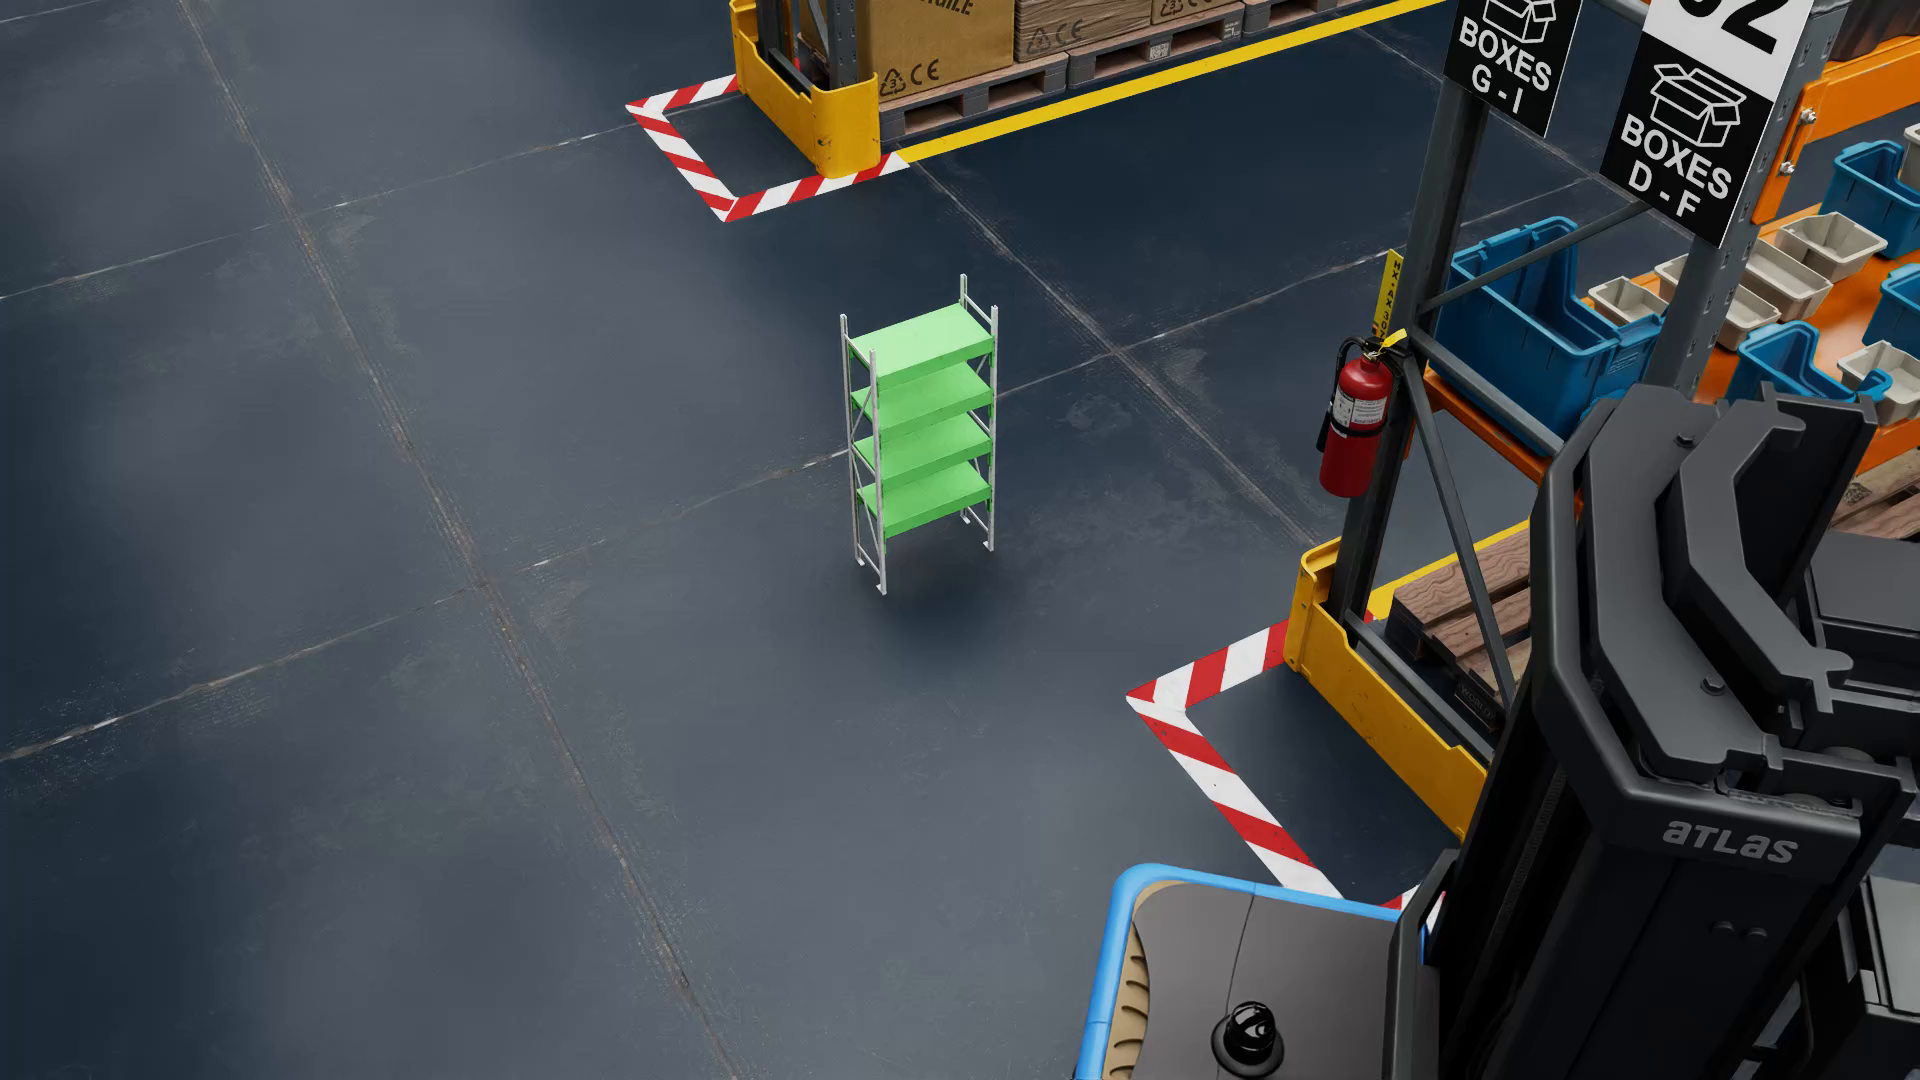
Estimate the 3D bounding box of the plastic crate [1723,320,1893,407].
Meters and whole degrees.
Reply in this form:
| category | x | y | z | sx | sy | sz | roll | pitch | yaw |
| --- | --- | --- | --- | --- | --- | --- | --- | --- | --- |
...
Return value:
| category | x | y | z | sx | sy | sz | roll | pitch | yaw |
| --- | --- | --- | --- | --- | --- | --- | --- | --- | --- |
| plastic crate | 2.601 | -0.453 | 5.141 | 0.300 | 0.233 | 0.416 | -22 | 48 | -21 |

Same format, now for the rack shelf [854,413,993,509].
| category | x | y | z | sx | sy | sz | roll | pitch | yaw |
| --- | --- | --- | --- | --- | --- | --- | --- | --- | --- |
| rack shelf | -0.144 | -0.327 | 6.317 | 0.480 | 0.148 | 0.258 | -22 | 48 | -21 |

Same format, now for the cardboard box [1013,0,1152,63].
| category | x | y | z | sx | sy | sz | roll | pitch | yaw |
| --- | --- | --- | --- | --- | --- | --- | --- | --- | --- |
| cardboard box | 0.489 | -3.342 | 9.264 | 0.875 | 0.875 | 0.875 | -22 | 48 | -21 |

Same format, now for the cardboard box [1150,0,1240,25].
| category | x | y | z | sx | sy | sz | roll | pitch | yaw |
| --- | --- | --- | --- | --- | --- | --- | --- | --- | --- |
| cardboard box | 1.260 | -3.651 | 9.582 | 0.875 | 0.875 | 0.875 | -22 | 48 | -21 |

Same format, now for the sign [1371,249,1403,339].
| category | x | y | z | sx | sy | sz | roll | pitch | yaw |
| --- | --- | --- | --- | --- | --- | --- | --- | --- | --- |
| sign | 1.364 | -0.762 | 5.264 | 0.005 | 0.325 | 0.100 | -22 | 48 | -21 |

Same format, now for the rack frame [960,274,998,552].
| category | x | y | z | sx | sy | sz | roll | pitch | yaw |
| --- | --- | --- | --- | --- | --- | --- | --- | --- | --- |
| rack frame | 0.068 | -0.458 | 6.360 | 0.015 | 1.200 | 0.240 | -22 | 48 | -21 |

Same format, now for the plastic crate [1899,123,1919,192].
| category | x | y | z | sx | sy | sz | roll | pitch | yaw |
| --- | --- | --- | --- | --- | --- | --- | --- | --- | --- |
| plastic crate | 3.705 | -1.325 | 6.004 | 0.530 | 0.282 | 0.437 | -22 | 48 | -21 |

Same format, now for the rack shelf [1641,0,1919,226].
| category | x | y | z | sx | sy | sz | roll | pitch | yaw |
| --- | --- | --- | --- | --- | --- | --- | --- | --- | --- |
| rack shelf | 3.386 | -1.889 | 4.905 | 4.000 | 0.370 | 1.077 | -22 | 48 | -21 |

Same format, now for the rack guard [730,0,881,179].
| category | x | y | z | sx | sy | sz | roll | pitch | yaw |
| --- | --- | --- | --- | --- | --- | --- | --- | --- | --- |
| rack guard | -0.836 | -2.462 | 8.928 | 0.348 | 0.500 | 1.175 | -22 | 48 | -21 |

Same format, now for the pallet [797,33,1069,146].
| category | x | y | z | sx | sy | sz | roll | pitch | yaw |
| --- | --- | --- | --- | --- | --- | --- | --- | --- | --- |
| pallet | -0.161 | -2.692 | 9.372 | 1.213 | 0.211 | 1.003 | -22 | 48 | -21 |

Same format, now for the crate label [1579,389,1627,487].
| category | x | y | z | sx | sy | sz | roll | pitch | yaw |
| --- | --- | --- | --- | --- | --- | --- | --- | --- | --- |
| crate label | 2.030 | -0.225 | 4.905 | 0.303 | 0.233 | 0.416 | -22 | 48 | -21 |

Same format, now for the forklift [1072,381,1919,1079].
| category | x | y | z | sx | sy | sz | roll | pitch | yaw |
| --- | --- | --- | --- | --- | --- | --- | --- | --- | --- |
| forklift | 1.765 | 1.116 | 3.495 | 3.031 | 2.935 | 1.130 | 9 | 45 | 10 |

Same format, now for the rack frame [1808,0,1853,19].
| category | x | y | z | sx | sy | sz | roll | pitch | yaw |
| --- | --- | --- | --- | --- | --- | --- | --- | --- | --- |
| rack frame | 1.652 | -2.530 | 2.895 | 0.127 | 3.000 | 1.000 | -22 | 48 | -21 |

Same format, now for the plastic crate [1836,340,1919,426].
| category | x | y | z | sx | sy | sz | roll | pitch | yaw |
| --- | --- | --- | --- | --- | --- | --- | --- | --- | --- |
| plastic crate | 2.938 | -0.487 | 5.244 | 0.298 | 0.136 | 0.250 | -22 | 48 | -21 |

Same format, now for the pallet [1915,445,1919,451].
| category | x | y | z | sx | sy | sz | roll | pitch | yaw |
| --- | --- | --- | --- | --- | --- | --- | --- | --- | --- |
| pallet | 4.502 | -0.485 | 7.099 | 1.213 | 0.211 | 1.003 | -22 | 48 | -21 |

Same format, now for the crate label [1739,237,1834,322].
| category | x | y | z | sx | sy | sz | roll | pitch | yaw |
| --- | --- | --- | --- | --- | --- | --- | --- | --- | --- |
| crate label | 2.757 | -0.899 | 5.669 | 0.243 | 0.136 | 0.396 | -22 | 48 | -21 |

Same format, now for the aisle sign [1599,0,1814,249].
| category | x | y | z | sx | sy | sz | roll | pitch | yaw |
| --- | --- | --- | --- | --- | --- | --- | --- | --- | --- |
| aisle sign | 1.738 | -1.105 | 3.868 | 0.004 | 0.787 | 0.394 | -22 | 48 | -21 |

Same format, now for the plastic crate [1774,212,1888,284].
| category | x | y | z | sx | sy | sz | roll | pitch | yaw |
| --- | --- | --- | --- | --- | --- | --- | --- | --- | --- |
| plastic crate | 3.004 | -1.013 | 5.786 | 0.250 | 0.136 | 0.298 | -22 | 48 | -21 |

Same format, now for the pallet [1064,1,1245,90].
| category | x | y | z | sx | sy | sz | roll | pitch | yaw |
| --- | --- | --- | --- | --- | --- | --- | --- | --- | --- |
| pallet | 0.895 | -3.112 | 9.805 | 1.213 | 0.211 | 1.003 | -22 | 48 | -21 |

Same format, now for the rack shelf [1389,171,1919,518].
| category | x | y | z | sx | sy | sz | roll | pitch | yaw |
| --- | --- | --- | --- | --- | --- | --- | --- | --- | --- |
| rack shelf | 3.386 | -0.812 | 5.950 | 4.000 | 0.370 | 1.077 | -22 | 48 | -21 |

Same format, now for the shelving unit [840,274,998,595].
| category | x | y | z | sx | sy | sz | roll | pitch | yaw |
| --- | --- | --- | --- | --- | --- | --- | --- | --- | --- |
| shelving unit | -0.144 | -0.373 | 6.273 | 0.503 | 1.200 | 0.258 | -22 | 48 | -21 |

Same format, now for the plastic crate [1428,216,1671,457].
| category | x | y | z | sx | sy | sz | roll | pitch | yaw |
| --- | --- | --- | --- | --- | --- | --- | --- | --- | --- |
| plastic crate | 1.849 | -0.640 | 5.187 | 0.499 | 0.435 | 0.616 | -22 | 48 | -21 |

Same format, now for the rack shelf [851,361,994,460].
| category | x | y | z | sx | sy | sz | roll | pitch | yaw |
| --- | --- | --- | --- | --- | --- | --- | --- | --- | --- |
| rack shelf | -0.144 | -0.500 | 6.150 | 0.480 | 0.148 | 0.258 | -22 | 48 | -21 |

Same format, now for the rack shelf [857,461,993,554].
| category | x | y | z | sx | sy | sz | roll | pitch | yaw |
| --- | --- | --- | --- | --- | --- | --- | --- | --- | --- |
| rack shelf | -0.144 | -0.155 | 6.485 | 0.480 | 0.148 | 0.258 | -22 | 48 | -21 |

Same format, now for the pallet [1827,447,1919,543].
| category | x | y | z | sx | sy | sz | roll | pitch | yaw |
| --- | --- | --- | --- | --- | --- | --- | --- | --- | --- |
| pallet | 3.443 | -0.059 | 6.659 | 1.213 | 0.211 | 1.003 | -22 | 48 | -21 |

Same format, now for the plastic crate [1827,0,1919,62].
| category | x | y | z | sx | sy | sz | roll | pitch | yaw |
| --- | --- | --- | --- | --- | --- | --- | --- | --- | --- |
| plastic crate | 2.125 | -1.372 | 3.949 | 0.590 | 0.269 | 0.497 | -22 | 48 | -21 |

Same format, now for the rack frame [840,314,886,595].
| category | x | y | z | sx | sy | sz | roll | pitch | yaw |
| --- | --- | --- | --- | --- | --- | --- | --- | --- | --- |
| rack frame | -0.355 | -0.288 | 6.186 | 0.015 | 1.200 | 0.240 | -22 | 48 | -21 |

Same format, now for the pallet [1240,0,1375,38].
| category | x | y | z | sx | sy | sz | roll | pitch | yaw |
| --- | --- | --- | --- | --- | --- | --- | --- | --- | --- |
| pallet | 1.955 | -3.538 | 10.244 | 1.213 | 0.211 | 1.003 | -22 | 48 | -21 |

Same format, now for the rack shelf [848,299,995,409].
| category | x | y | z | sx | sy | sz | roll | pitch | yaw |
| --- | --- | --- | --- | --- | --- | --- | --- | --- | --- |
| rack shelf | -0.144 | -0.672 | 5.983 | 0.480 | 0.148 | 0.258 | -22 | 48 | -21 |

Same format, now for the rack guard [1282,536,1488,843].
| category | x | y | z | sx | sy | sz | roll | pitch | yaw |
| --- | --- | --- | --- | --- | --- | --- | --- | --- | --- |
| rack guard | 1.638 | 0.536 | 5.838 | 0.348 | 0.500 | 1.175 | -22 | 48 | -21 |

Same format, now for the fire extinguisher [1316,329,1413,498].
| category | x | y | z | sx | sy | sz | roll | pitch | yaw |
| --- | --- | --- | --- | --- | --- | --- | --- | --- | --- |
| fire extinguisher | 1.295 | -0.437 | 5.370 | 0.183 | 0.674 | 0.296 | -22 | 48 | -21 |

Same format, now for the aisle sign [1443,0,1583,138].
| category | x | y | z | sx | sy | sz | roll | pitch | yaw |
| --- | --- | --- | --- | --- | --- | --- | --- | --- | --- |
| aisle sign | 1.444 | -1.462 | 4.236 | 0.004 | 0.787 | 0.394 | -22 | 48 | -21 |

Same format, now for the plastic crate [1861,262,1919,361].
| category | x | y | z | sx | sy | sz | roll | pitch | yaw |
| --- | --- | --- | --- | --- | --- | --- | --- | --- | --- |
| plastic crate | 3.172 | -0.682 | 5.376 | 0.300 | 0.233 | 0.416 | -22 | 48 | -21 |

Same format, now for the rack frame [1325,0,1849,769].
| category | x | y | z | sx | sy | sz | roll | pitch | yaw |
| --- | --- | --- | --- | --- | --- | --- | --- | --- | --- |
| rack frame | 1.652 | -0.377 | 4.984 | 0.127 | 3.000 | 1.000 | -22 | 48 | -21 |

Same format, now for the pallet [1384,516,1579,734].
| category | x | y | z | sx | sy | sz | roll | pitch | yaw |
| --- | --- | --- | --- | --- | --- | --- | --- | --- | --- |
| pallet | 2.386 | 0.361 | 6.226 | 1.213 | 0.211 | 1.003 | -22 | 48 | -21 |

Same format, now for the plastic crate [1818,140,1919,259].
| category | x | y | z | sx | sy | sz | roll | pitch | yaw |
| --- | --- | --- | --- | --- | --- | --- | --- | --- | --- |
| plastic crate | 3.305 | -1.206 | 5.916 | 0.300 | 0.233 | 0.416 | -22 | 48 | -21 |

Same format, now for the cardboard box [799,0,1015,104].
| category | x | y | z | sx | sy | sz | roll | pitch | yaw |
| --- | --- | --- | --- | --- | --- | --- | --- | --- | --- |
| cardboard box | -0.300 | -3.026 | 8.939 | 0.875 | 0.875 | 0.875 | -22 | 48 | -21 |

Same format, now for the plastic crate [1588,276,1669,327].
| category | x | y | z | sx | sy | sz | roll | pitch | yaw |
| --- | --- | --- | --- | --- | --- | --- | --- | --- | --- |
| plastic crate | 2.269 | -0.696 | 5.460 | 0.243 | 0.136 | 0.396 | -22 | 48 | -21 |

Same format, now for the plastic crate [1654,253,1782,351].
| category | x | y | z | sx | sy | sz | roll | pitch | yaw |
| --- | --- | --- | --- | --- | --- | --- | --- | --- | --- |
| plastic crate | 2.527 | -0.788 | 5.554 | 0.243 | 0.136 | 0.396 | -22 | 48 | -21 |

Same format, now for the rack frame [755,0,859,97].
| category | x | y | z | sx | sy | sz | roll | pitch | yaw |
| --- | --- | --- | --- | --- | --- | --- | --- | --- | --- |
| rack frame | -0.815 | -3.368 | 8.066 | 0.127 | 3.000 | 1.000 | -22 | 48 | -21 |
